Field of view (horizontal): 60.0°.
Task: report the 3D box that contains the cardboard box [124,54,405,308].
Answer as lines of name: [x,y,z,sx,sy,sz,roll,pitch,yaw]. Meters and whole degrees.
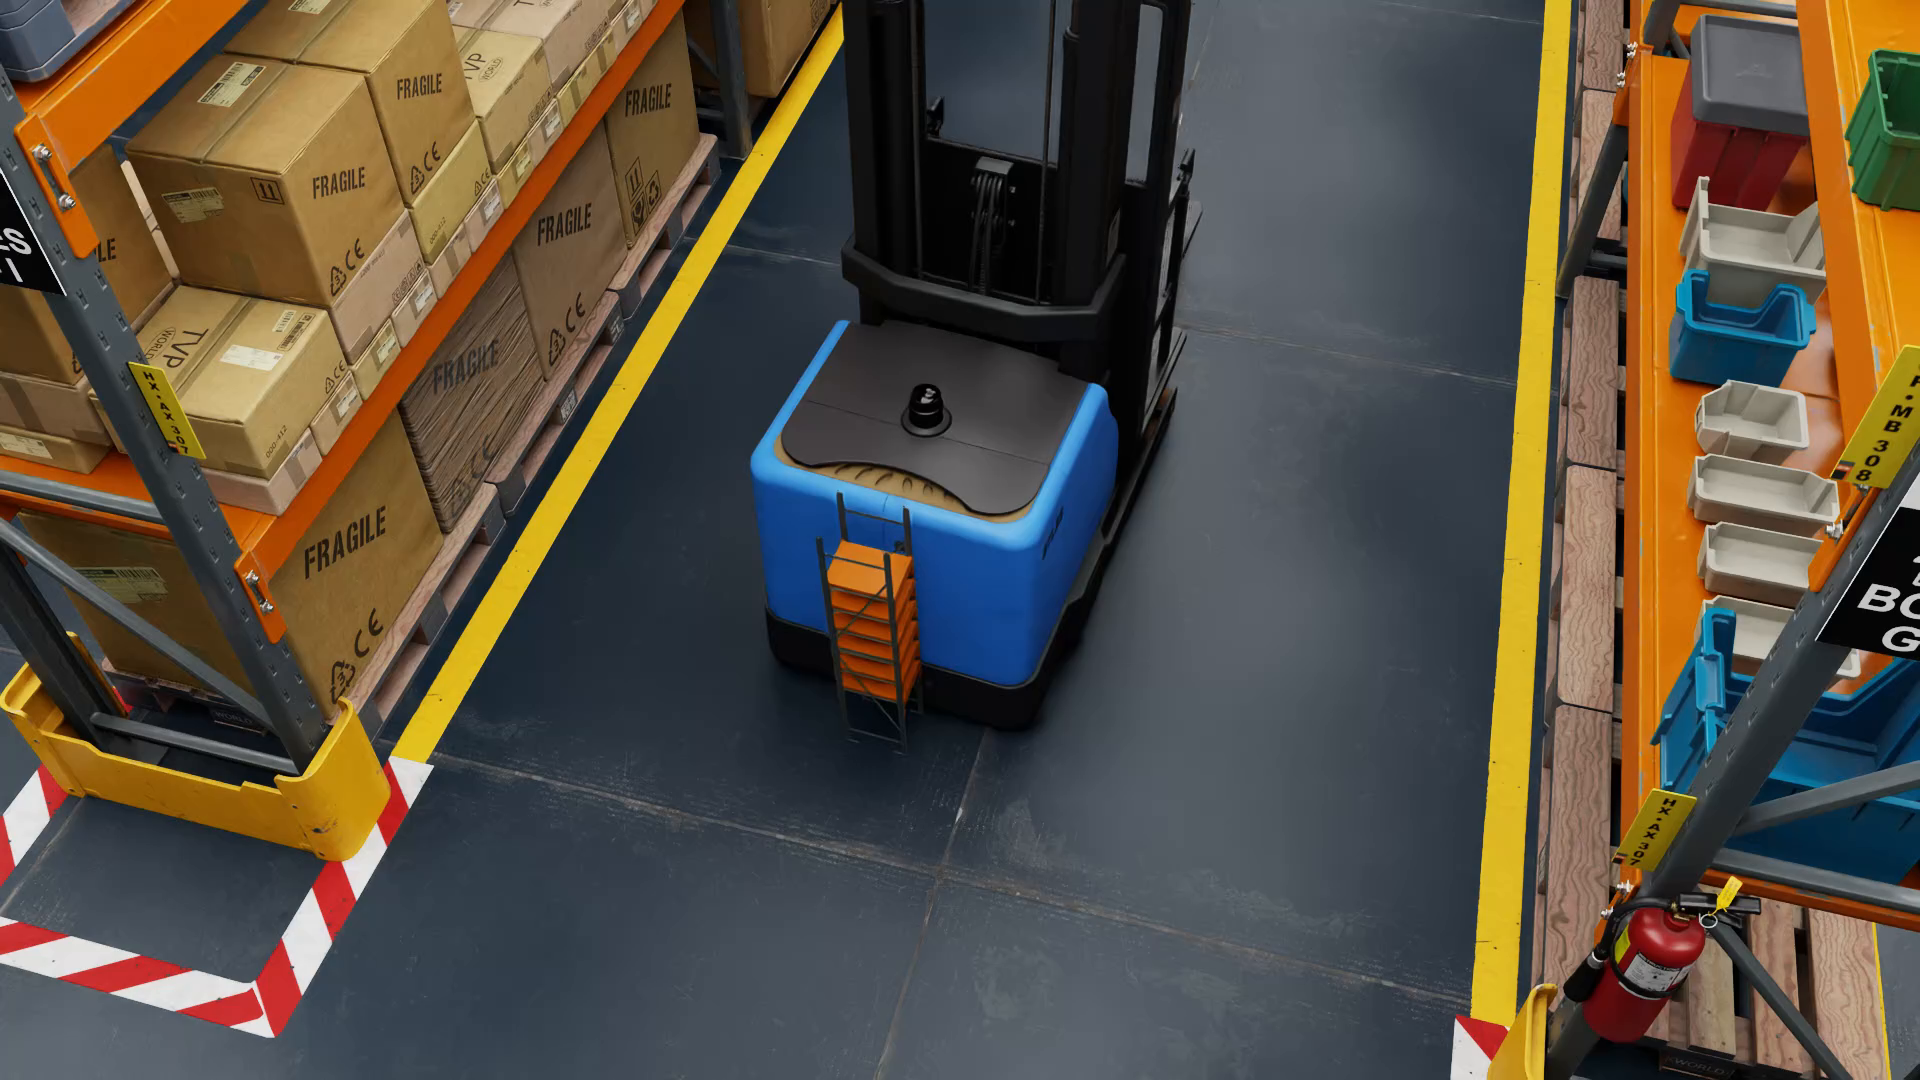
cardboard box: [-2.079,-1.087,5.029,0.500,0.500,0.500,10,49,9]

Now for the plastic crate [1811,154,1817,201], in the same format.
plastic crate: [3.198,-1.117,5.797,0.437,0.125,0.590,12,50,10]

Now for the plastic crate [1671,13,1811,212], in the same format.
plastic crate: [2.757,-1.495,5.905,0.402,0.464,0.583,12,50,10]

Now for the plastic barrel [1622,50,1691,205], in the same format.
plastic barrel: [3.393,-1.885,7.452,0.600,0.901,0.708,12,50,10]

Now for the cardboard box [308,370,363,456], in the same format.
cardboard box: [-2.120,-0.429,5.215,0.380,0.149,0.250,11,49,9]

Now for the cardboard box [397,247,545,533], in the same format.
cardboard box: [-2.267,-0.708,6.430,0.875,0.875,0.875,12,50,10]

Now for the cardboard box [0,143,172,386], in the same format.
cardboard box: [-2.723,-0.836,4.808,0.500,0.500,0.500,12,50,10]

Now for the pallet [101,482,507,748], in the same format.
pallet: [-2.463,0.194,6.357,1.003,0.211,1.213,12,50,10]

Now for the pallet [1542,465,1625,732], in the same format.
pallet: [2.758,0.297,6.266,1.003,0.211,1.213,12,50,10]

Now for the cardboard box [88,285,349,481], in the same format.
cardboard box: [-2.211,-0.478,4.991,0.500,0.250,0.500,10,49,9]

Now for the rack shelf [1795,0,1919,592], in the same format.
rack shelf: [2.707,-1.359,4.346,1.077,0.370,4.000,12,50,10]

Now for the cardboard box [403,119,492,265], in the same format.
cardboard box: [-1.945,-1.218,5.644,0.500,0.250,0.500,10,49,9]

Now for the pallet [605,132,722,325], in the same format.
pallet: [-1.820,-1.571,7.914,1.003,0.211,1.213,12,50,10]

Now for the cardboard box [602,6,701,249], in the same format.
cardboard box: [-1.796,-2.002,7.573,0.875,0.875,0.875,12,50,10]

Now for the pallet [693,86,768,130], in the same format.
pallet: [-1.414,-2.678,8.892,1.003,0.211,1.213,12,50,10]

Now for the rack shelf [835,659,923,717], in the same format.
rack shelf: [-0.281,0.487,5.810,0.258,0.103,0.180,13,54,12]

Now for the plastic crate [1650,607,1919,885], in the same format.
plastic crate: [2.089,0.532,4.135,0.616,0.435,0.499,12,50,10]

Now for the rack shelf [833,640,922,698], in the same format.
rack shelf: [-0.283,0.414,5.715,0.258,0.103,0.180,13,54,12]

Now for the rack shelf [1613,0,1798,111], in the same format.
rack shelf: [3.760,-3.259,8.025,1.077,0.370,4.000,12,50,10]

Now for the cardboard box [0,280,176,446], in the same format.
cardboard box: [-2.726,-0.587,5.088,0.500,0.250,0.500,11,49,9]

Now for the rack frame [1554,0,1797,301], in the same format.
rack frame: [3.234,-2.051,6.478,1.000,3.000,0.127,12,50,10]

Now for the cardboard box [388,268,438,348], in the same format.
cardboard box: [-1.985,-0.803,5.545,0.380,0.149,0.250,11,49,9]

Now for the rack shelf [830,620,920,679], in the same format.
rack shelf: [-0.286,0.341,5.620,0.258,0.103,0.180,13,54,12]

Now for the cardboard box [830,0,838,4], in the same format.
cardboard box: [-1.161,-3.577,8.963,1.225,0.875,0.875,10,49,9]

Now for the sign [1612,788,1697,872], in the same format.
sign: [1.646,0.692,3.949,0.100,0.325,0.005,12,50,10]

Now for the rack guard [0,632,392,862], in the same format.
rack guard: [-2.604,0.710,5.709,1.175,0.500,0.348,12,50,10]

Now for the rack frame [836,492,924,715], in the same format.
rack frame: [-0.259,0.244,5.637,0.240,1.200,0.006,13,54,12]

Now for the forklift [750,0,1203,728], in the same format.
forklift: [0.281,-1.423,5.970,1.130,2.935,3.031,16,50,13]

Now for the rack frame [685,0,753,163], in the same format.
rack frame: [-1.545,-3.028,7.341,1.000,3.000,0.127,12,50,10]

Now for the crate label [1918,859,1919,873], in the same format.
crate label: [2.563,0.764,4.065,0.416,0.233,0.303,12,50,10]

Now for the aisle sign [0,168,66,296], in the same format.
aisle sign: [-2.327,-0.884,3.714,0.394,0.787,0.004,12,50,10]

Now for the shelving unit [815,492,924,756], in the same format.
shelving unit: [-0.287,0.314,5.585,0.258,1.200,0.189,13,54,12]

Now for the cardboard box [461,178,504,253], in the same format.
cardboard box: [-1.850,-1.174,5.872,0.380,0.149,0.250,11,50,10]

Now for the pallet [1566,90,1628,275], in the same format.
pallet: [3.477,-1.678,8.009,1.003,0.211,1.213,12,50,10]

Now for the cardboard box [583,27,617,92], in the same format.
cardboard box: [-1.579,-1.915,6.526,0.380,0.149,0.250,12,50,11]

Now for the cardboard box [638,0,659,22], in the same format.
cardboard box: [-1.444,-2.288,6.855,0.380,0.149,0.250,11,49,9]

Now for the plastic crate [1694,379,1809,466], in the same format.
plastic crate: [2.421,-0.346,5.110,0.298,0.136,0.250,12,50,10]

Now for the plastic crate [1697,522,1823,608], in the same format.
plastic crate: [2.311,0.078,4.736,0.396,0.136,0.243,12,50,10]

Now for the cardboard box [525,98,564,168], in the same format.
cardboard box: [-1.715,-1.546,6.200,0.380,0.149,0.250,12,50,11]

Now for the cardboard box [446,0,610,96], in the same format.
cardboard box: [-1.676,-1.962,6.301,0.500,0.250,0.500,12,50,11]

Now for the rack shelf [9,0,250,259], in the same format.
rack shelf: [-2.071,-2.336,5.209,1.077,0.370,4.000,12,50,10]
